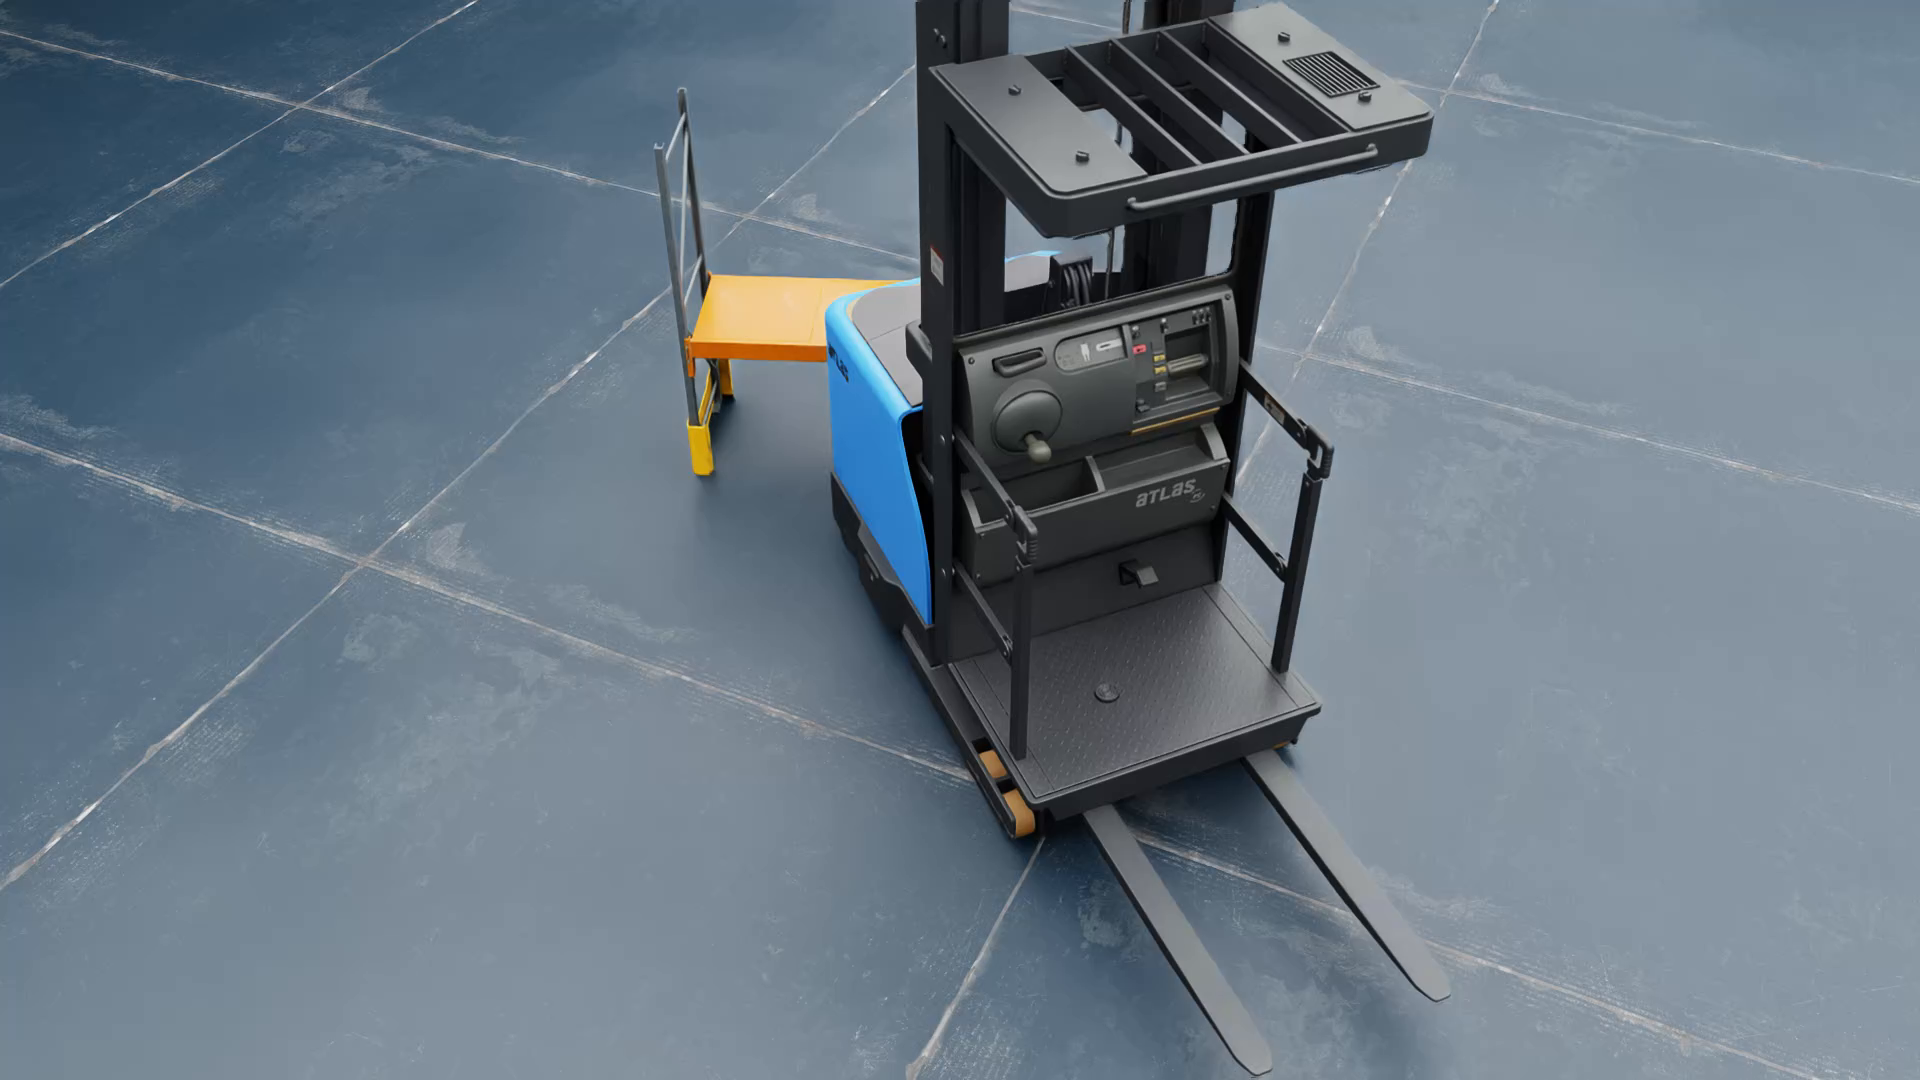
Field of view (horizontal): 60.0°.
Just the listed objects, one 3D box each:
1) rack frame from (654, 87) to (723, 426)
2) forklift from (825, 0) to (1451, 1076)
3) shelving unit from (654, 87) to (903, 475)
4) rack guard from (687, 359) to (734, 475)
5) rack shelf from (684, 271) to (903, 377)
[{"bbox_3d":[-1.099,-1.039,6.803,0.032,1.500,0.500,2,41,3],"label":"rack frame"},{"bbox_3d":[0.534,-0.429,5.007,1.130,2.935,3.031,-16,43,-17],"label":"forklift"},{"bbox_3d":[-0.582,-1.018,6.779,1.083,1.500,0.587,2,41,3],"label":"shelving unit"},{"bbox_3d":[-1.079,-0.566,7.212,0.087,0.250,0.587,2,41,3],"label":"rack guard"},{"bbox_3d":[-0.591,-0.882,6.898,1.000,0.185,0.538,2,41,3],"label":"rack shelf"}]
